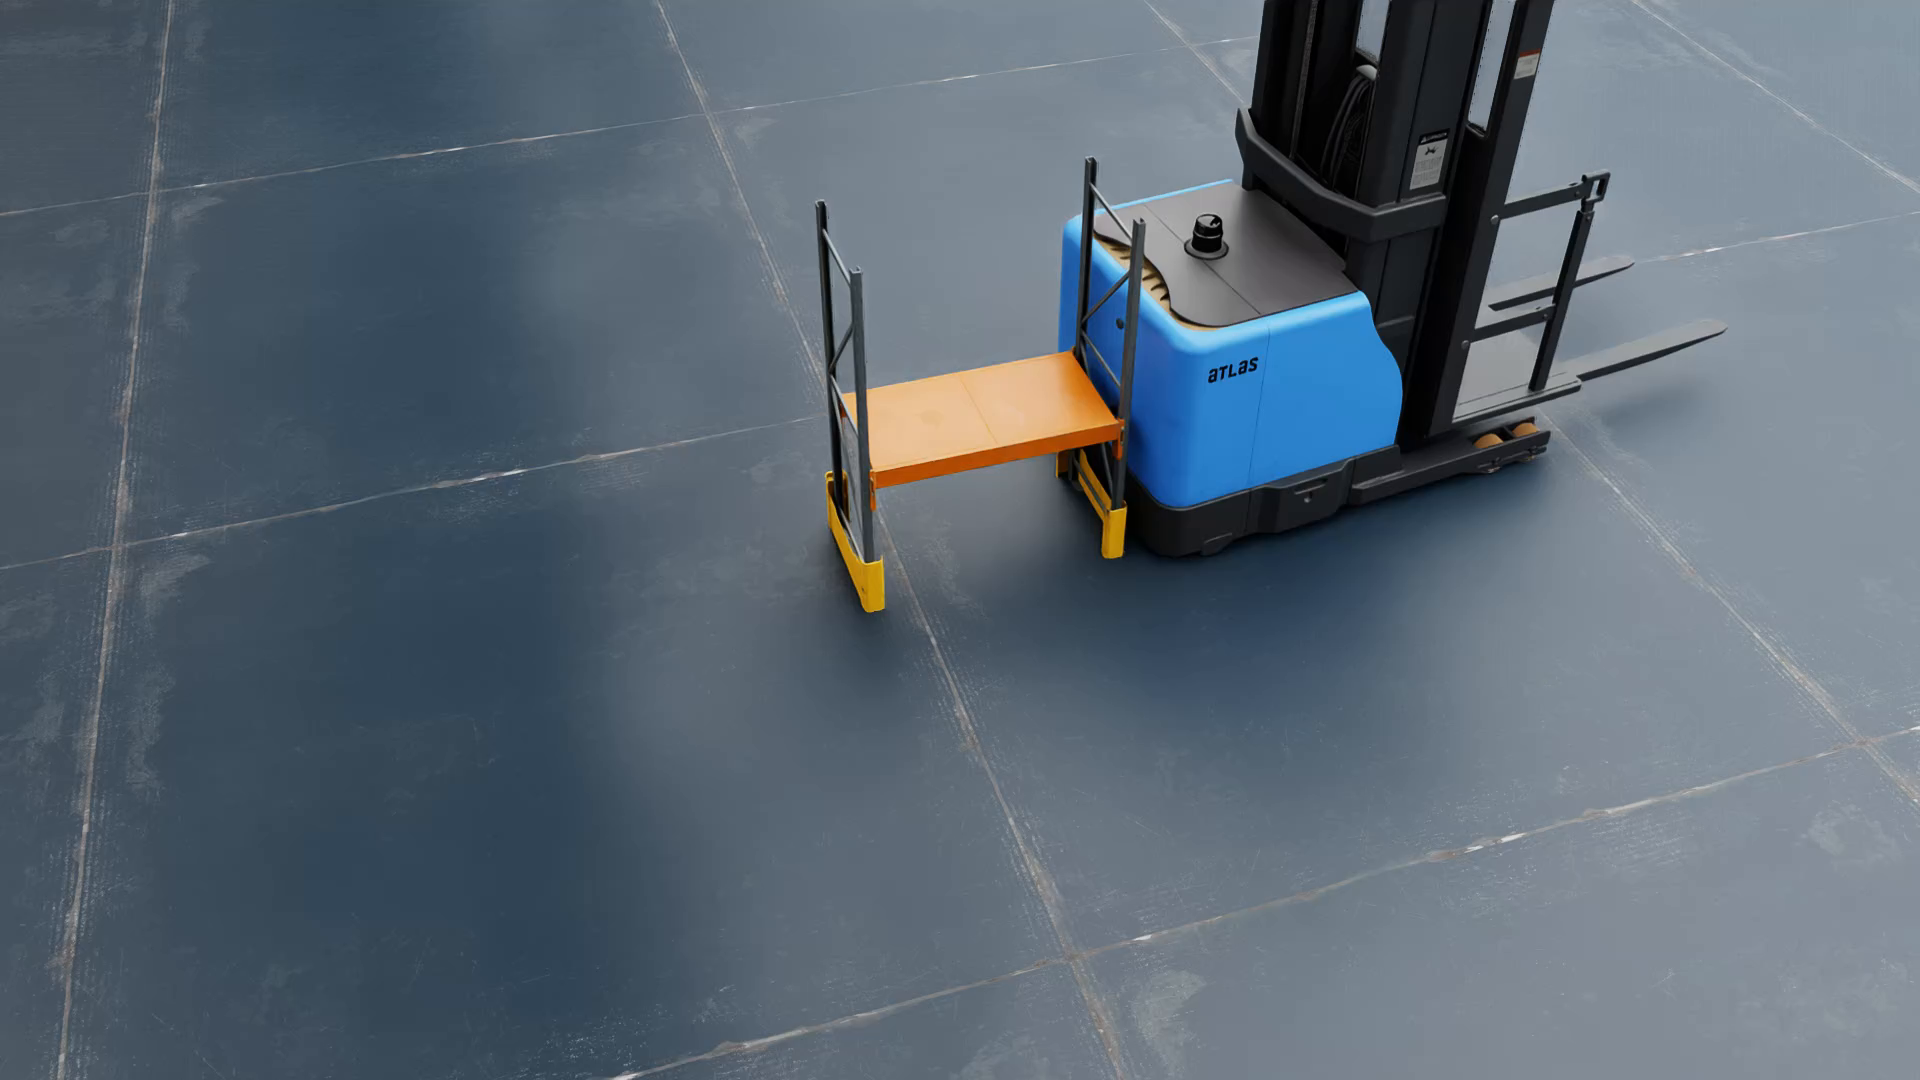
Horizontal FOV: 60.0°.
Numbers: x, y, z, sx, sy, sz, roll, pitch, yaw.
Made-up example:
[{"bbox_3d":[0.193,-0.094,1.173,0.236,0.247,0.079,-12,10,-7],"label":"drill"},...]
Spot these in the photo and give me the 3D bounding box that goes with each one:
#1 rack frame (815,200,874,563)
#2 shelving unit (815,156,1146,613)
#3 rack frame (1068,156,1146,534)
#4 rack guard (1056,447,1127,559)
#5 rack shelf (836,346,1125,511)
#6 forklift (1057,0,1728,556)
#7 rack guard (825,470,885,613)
[{"bbox_3d":[-0.417,-0.472,6.150,0.032,1.500,0.500,-12,43,-14],"label":"rack frame"},{"bbox_3d":[0.058,-0.574,6.267,1.083,1.500,0.587,-12,43,-14],"label":"shelving unit"},{"bbox_3d":[0.549,-0.680,6.388,0.032,1.500,0.500,-12,43,-14],"label":"rack frame"},{"bbox_3d":[0.531,-0.205,6.795,0.087,0.250,0.587,-12,43,-14],"label":"rack guard"},{"bbox_3d":[0.066,-0.440,6.387,1.000,0.185,0.538,-12,43,-14],"label":"rack shelf"},{"bbox_3d":[1.956,-1.687,6.453,3.031,2.935,1.130,-17,44,-18],"label":"forklift"},{"bbox_3d":[-0.416,-0.001,6.561,0.087,0.250,0.587,-12,43,-14],"label":"rack guard"}]
